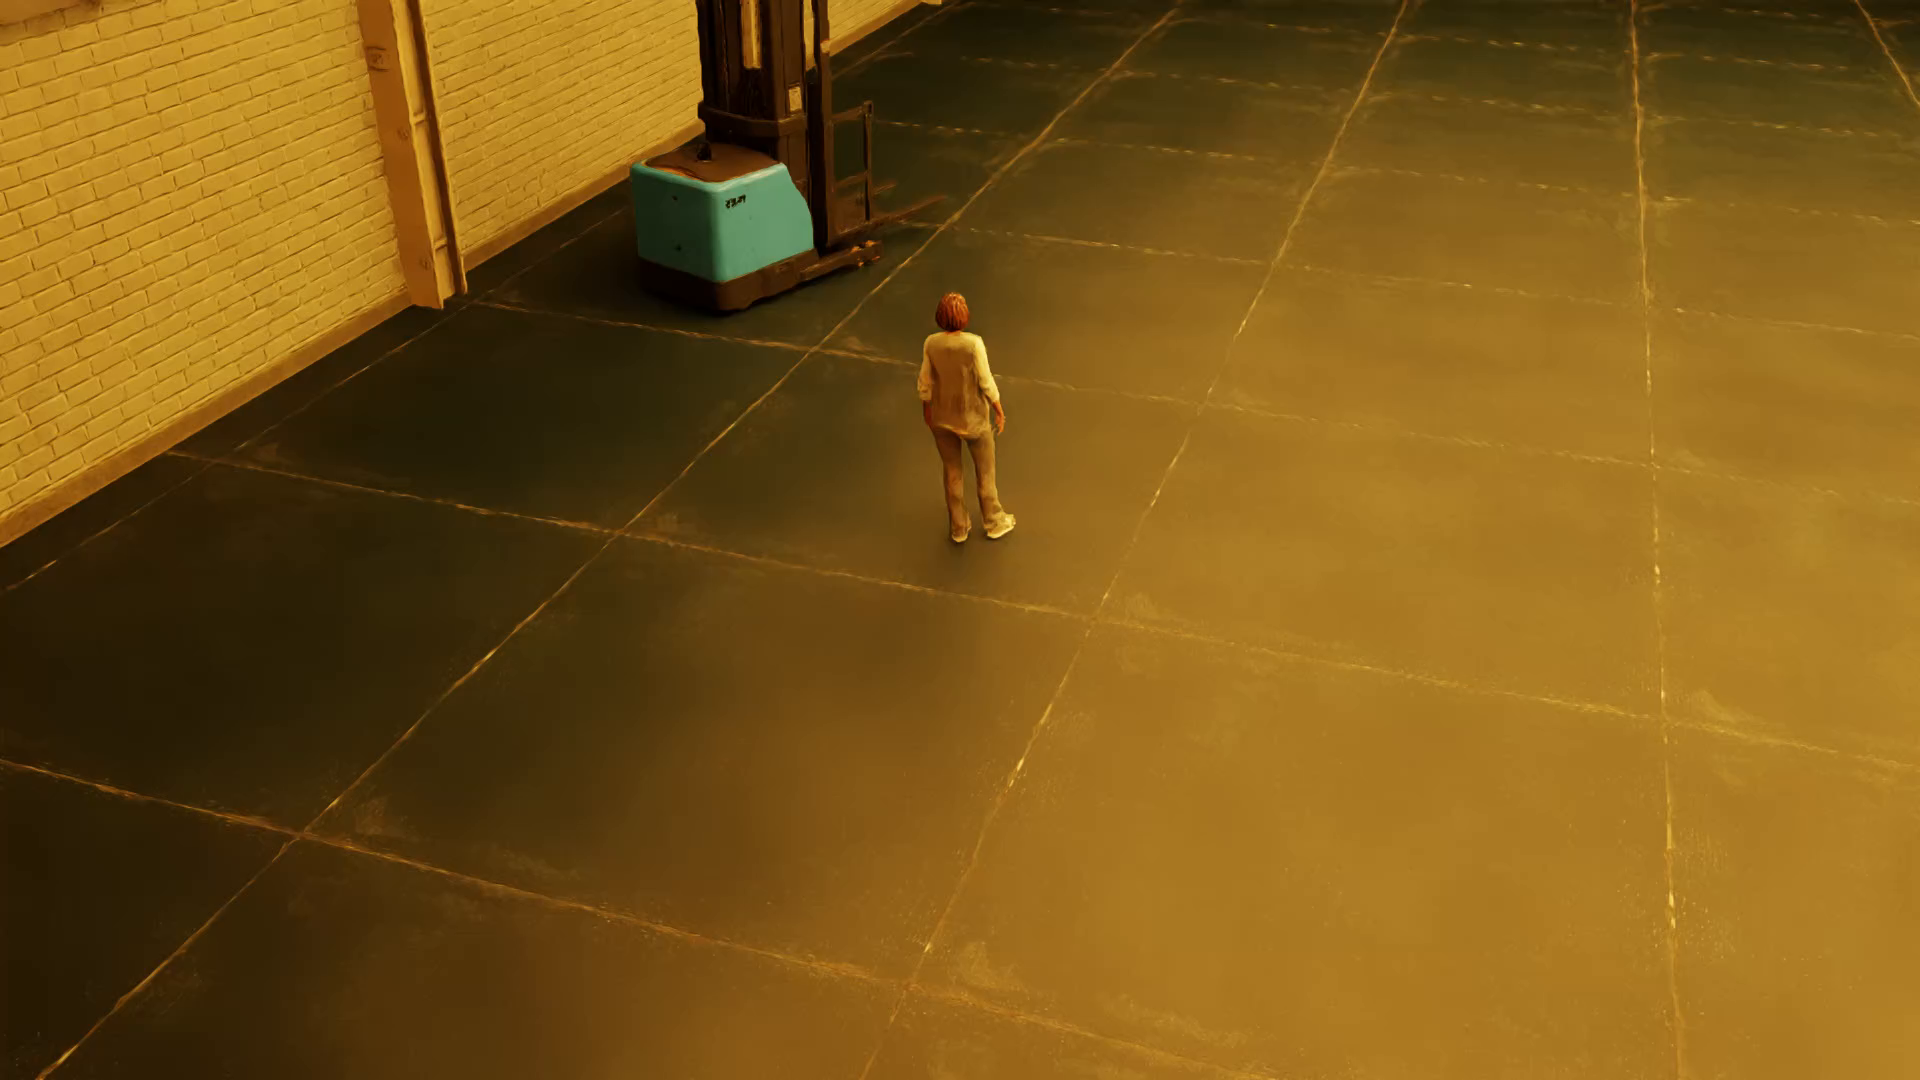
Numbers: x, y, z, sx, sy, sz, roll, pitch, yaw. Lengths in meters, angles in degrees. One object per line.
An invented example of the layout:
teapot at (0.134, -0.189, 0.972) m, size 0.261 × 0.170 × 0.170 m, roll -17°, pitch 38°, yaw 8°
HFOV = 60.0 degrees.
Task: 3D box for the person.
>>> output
person at (0.037, -0.731, 9.755) m, size 0.521 × 1.593 × 0.474 m, roll 10°, pitch 31°, yaw 16°

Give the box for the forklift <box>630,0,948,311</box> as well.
forklift at (-1.319, -3.746, 13.708) m, size 1.130 × 2.935 × 3.031 m, roll 22°, pitch 36°, yaw 33°
